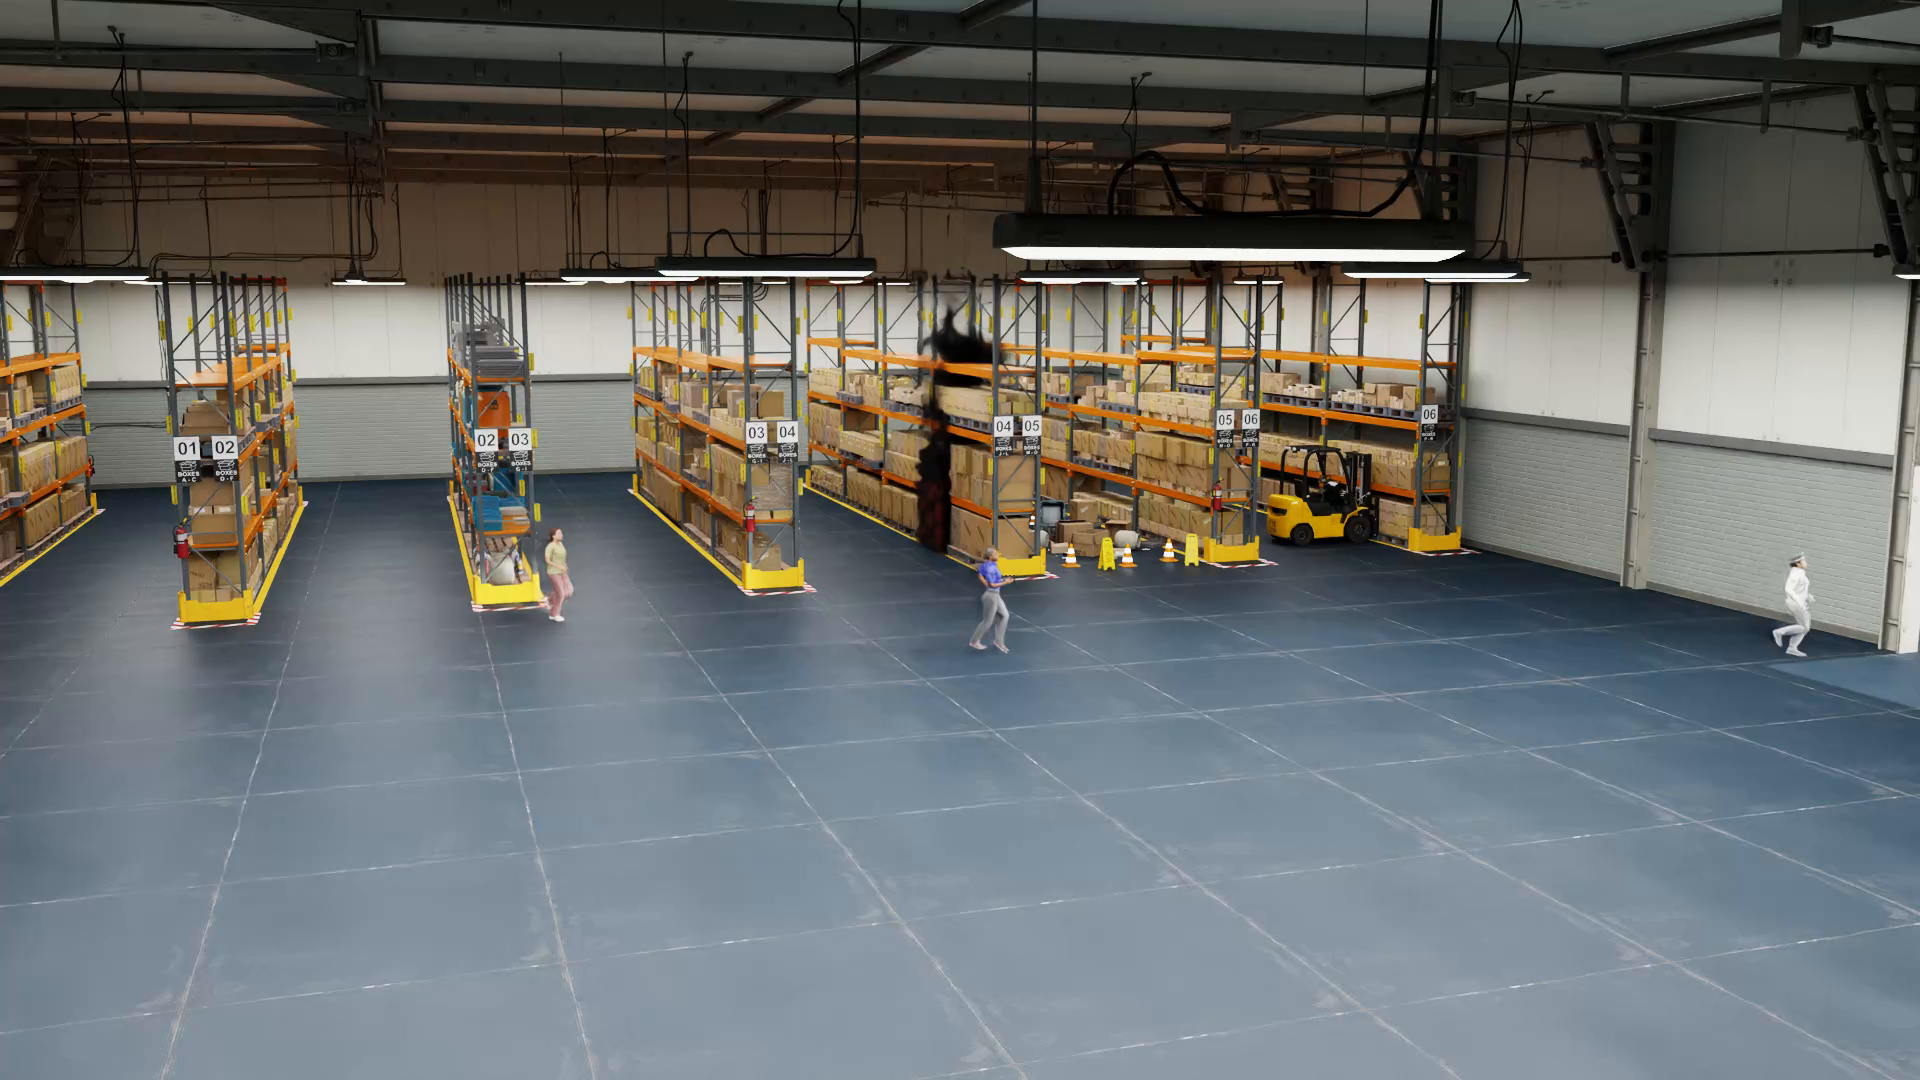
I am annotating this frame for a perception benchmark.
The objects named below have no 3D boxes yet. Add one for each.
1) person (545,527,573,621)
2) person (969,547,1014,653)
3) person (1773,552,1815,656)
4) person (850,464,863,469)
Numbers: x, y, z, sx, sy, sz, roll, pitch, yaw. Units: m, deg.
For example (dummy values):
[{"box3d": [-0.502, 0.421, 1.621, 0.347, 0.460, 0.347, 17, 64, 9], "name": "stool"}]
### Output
[{"box3d": [-7.001, 0.588, 28.884, 0.569, 1.622, 0.614, 2, 9, 16], "name": "person"}, {"box3d": [0.502, 0.964, 26.264, 0.714, 1.715, 0.556, 1, 9, 7], "name": "person"}, {"box3d": [13.090, 0.997, 26.081, 0.552, 1.657, 0.621, 5, 10, 28], "name": "person"}, {"box3d": [-3.094, -2.587, 49.480, 0.859, 1.718, 0.764, 6, 11, 36], "name": "person"}]
